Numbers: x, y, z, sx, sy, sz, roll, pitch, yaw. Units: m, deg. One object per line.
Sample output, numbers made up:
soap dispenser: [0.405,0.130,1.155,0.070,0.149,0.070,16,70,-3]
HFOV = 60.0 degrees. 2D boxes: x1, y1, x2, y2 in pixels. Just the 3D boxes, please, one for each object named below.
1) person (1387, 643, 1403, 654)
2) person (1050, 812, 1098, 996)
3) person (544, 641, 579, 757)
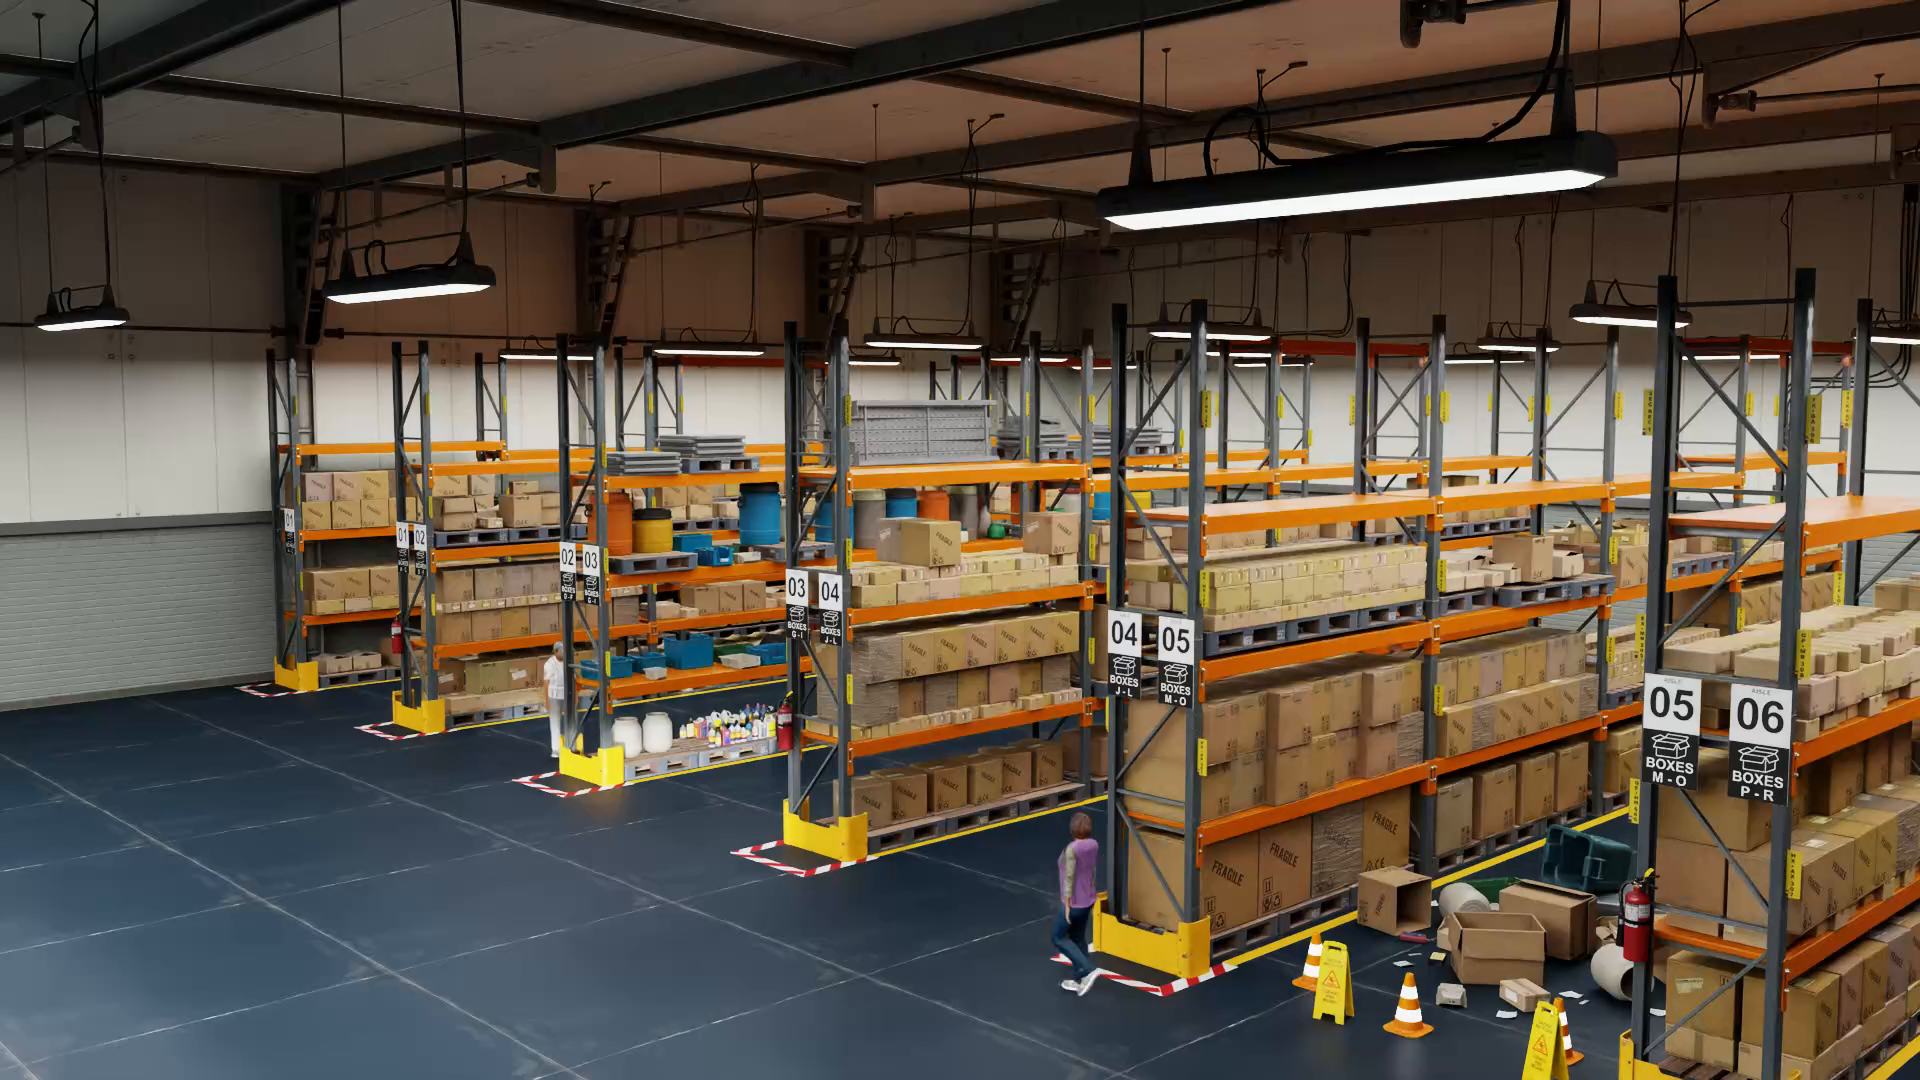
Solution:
person: [6.150,2.219,23.759,0.597,1.793,0.446,-3,6,-31]
person: [1.007,3.129,14.284,0.419,1.579,0.450,2,5,23]
person: [-5.710,2.277,23.827,0.498,1.682,0.448,-4,6,-36]
